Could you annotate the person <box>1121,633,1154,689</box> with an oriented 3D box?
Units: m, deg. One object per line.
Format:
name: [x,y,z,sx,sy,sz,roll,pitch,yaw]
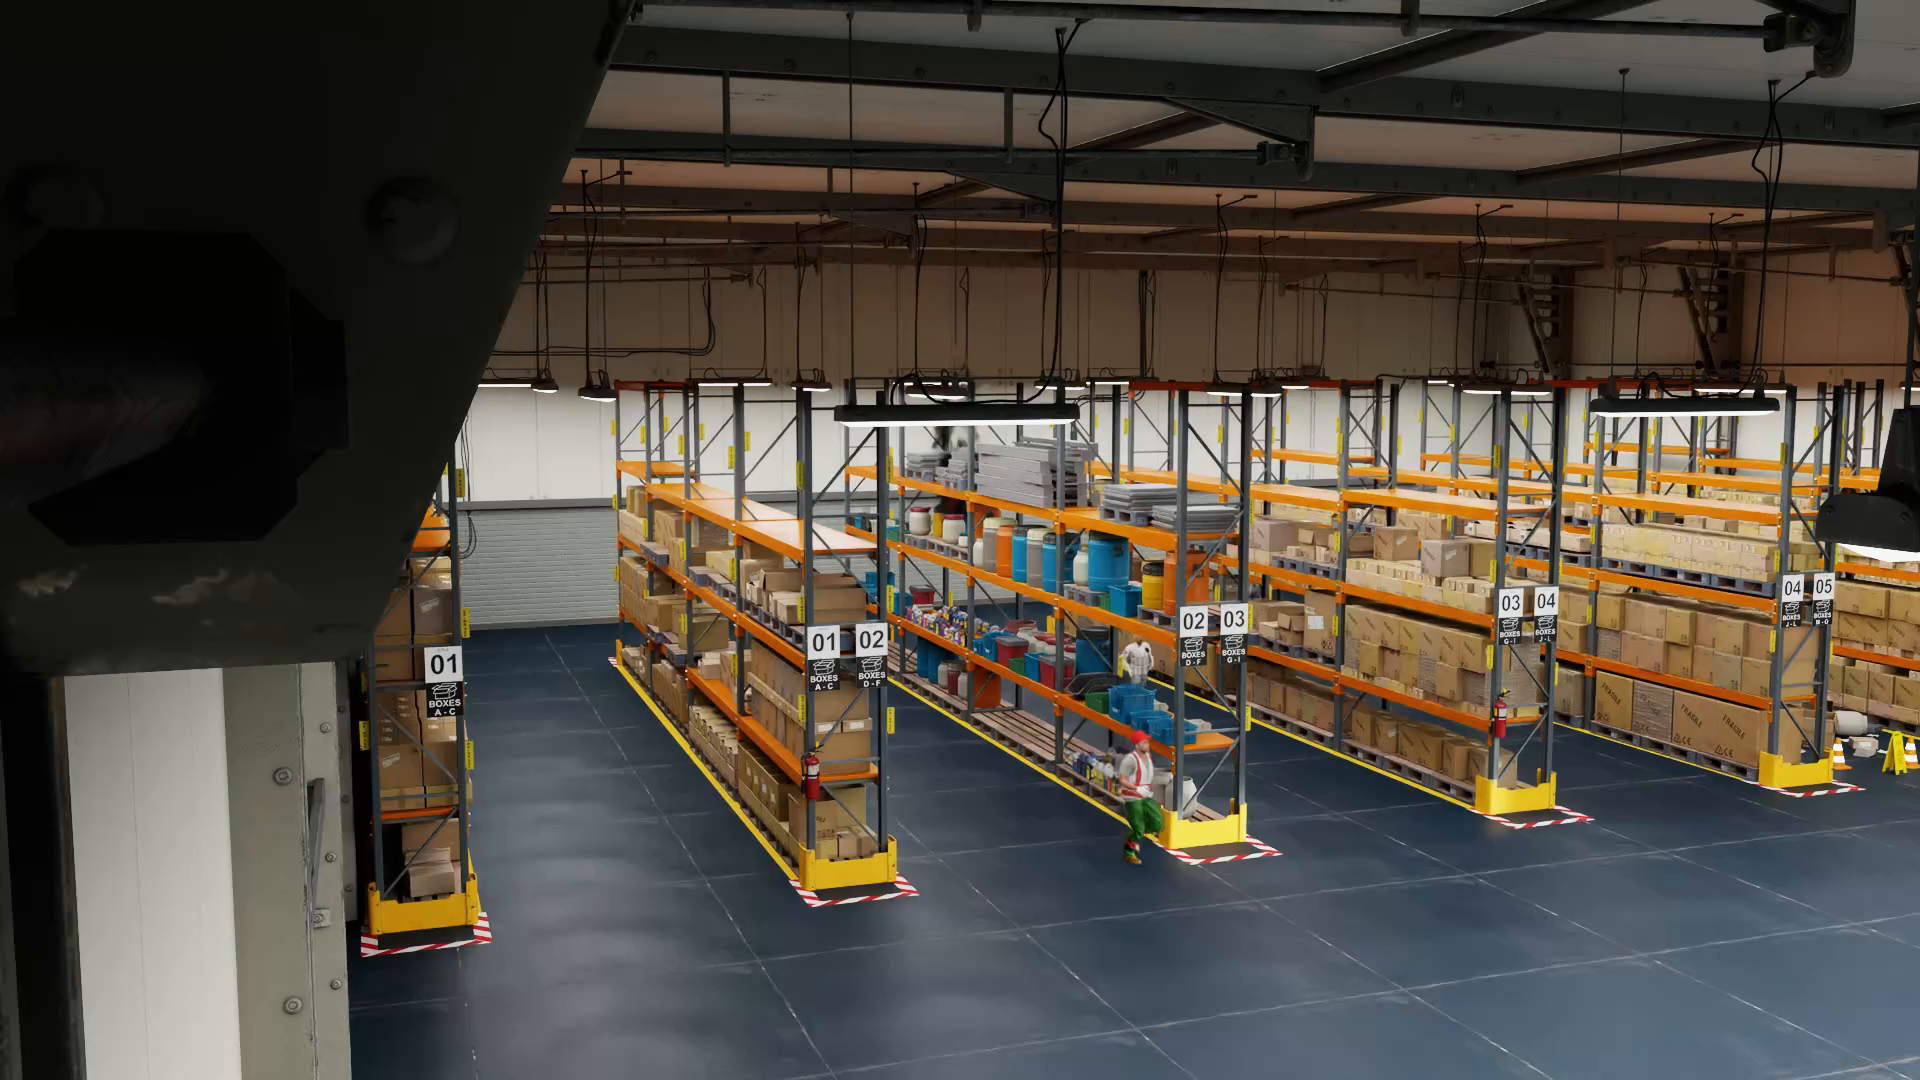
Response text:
person: [3.134,2.376,29.345,0.608,1.705,0.833,-3,7,-23]

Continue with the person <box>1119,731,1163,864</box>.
person: [2.294,3.262,21.006,0.655,1.728,0.589,-6,8,-44]

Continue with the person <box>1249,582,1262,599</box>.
person: [7.354,1.153,41.466,0.832,1.669,0.726,0,6,2]
